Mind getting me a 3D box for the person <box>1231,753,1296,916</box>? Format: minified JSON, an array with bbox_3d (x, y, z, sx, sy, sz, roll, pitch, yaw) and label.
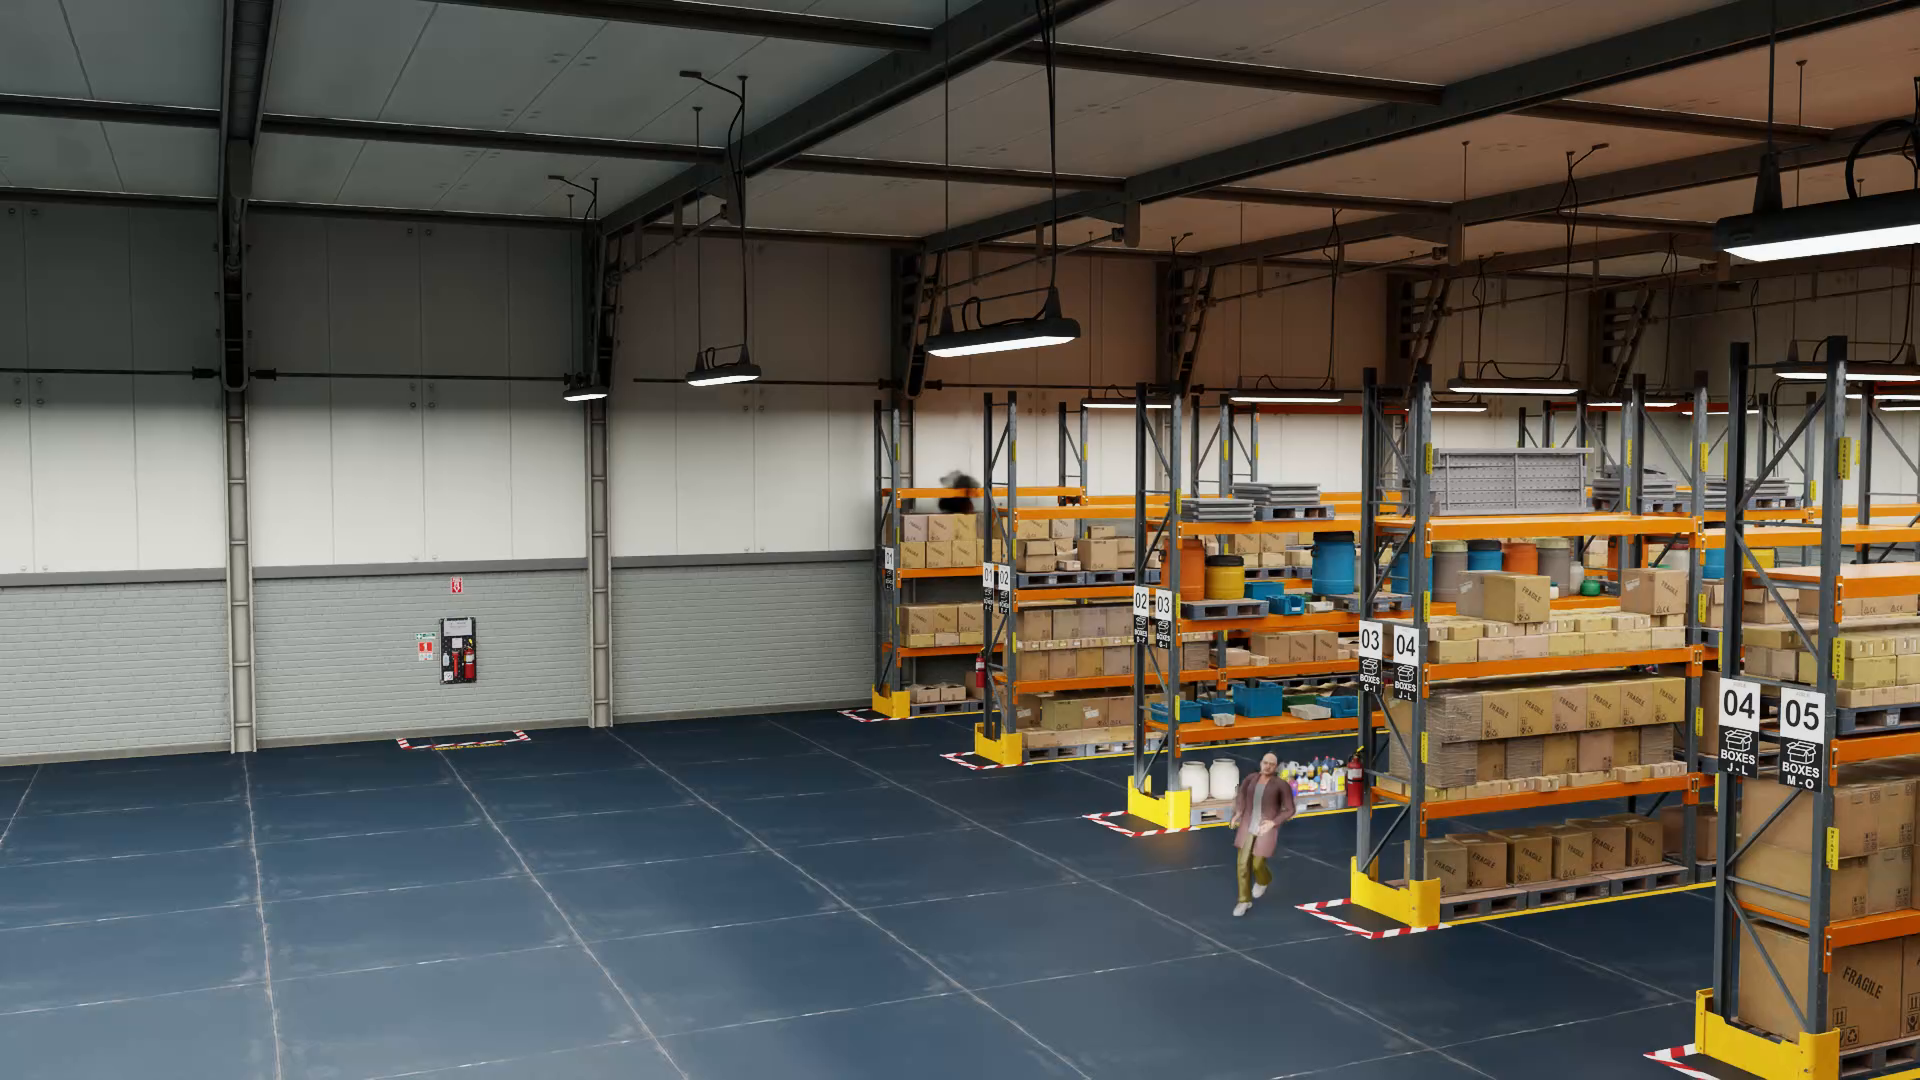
[{"bbox_3d":[3.347,3.232,18.384,0.746,1.765,0.779,2,4,32],"label":"person"}]
